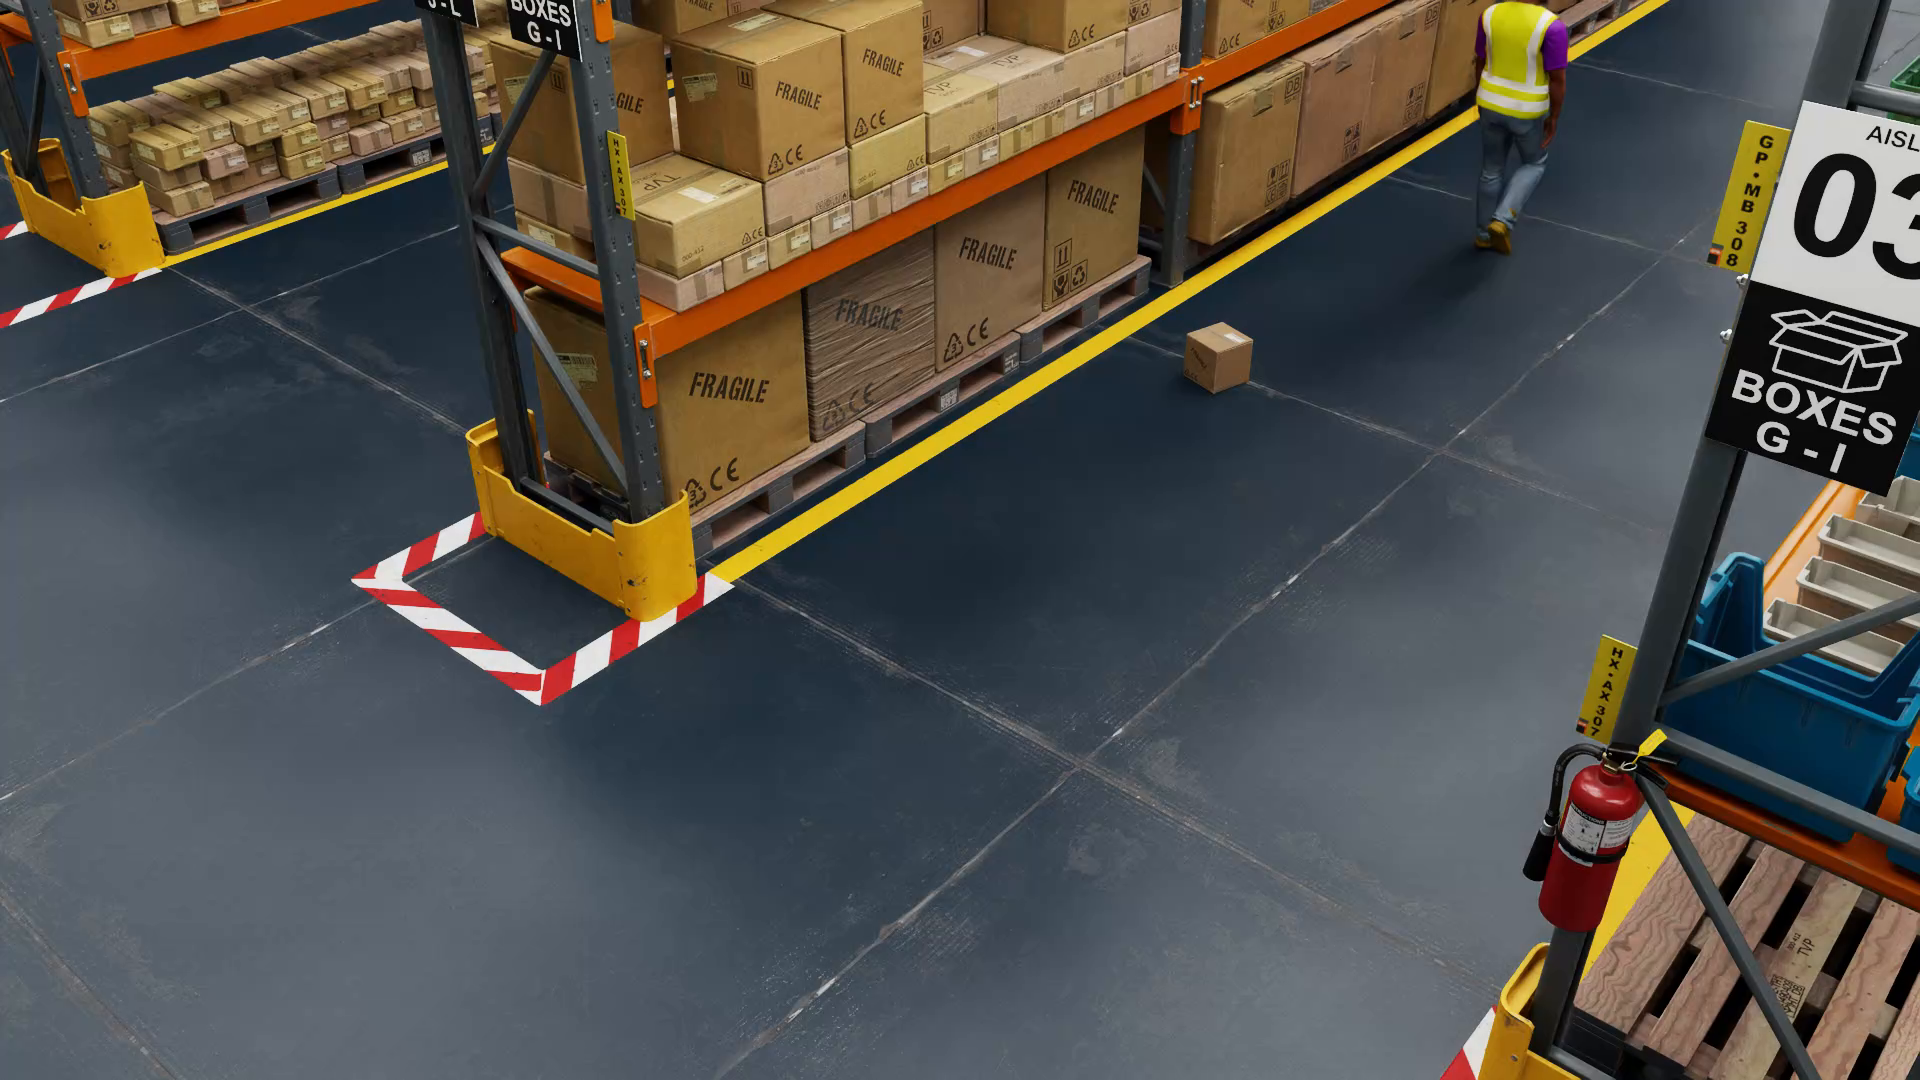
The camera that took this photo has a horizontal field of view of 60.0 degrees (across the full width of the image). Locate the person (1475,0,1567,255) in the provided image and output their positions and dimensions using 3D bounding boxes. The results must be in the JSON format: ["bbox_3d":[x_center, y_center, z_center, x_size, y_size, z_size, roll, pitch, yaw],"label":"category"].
[{"bbox_3d":[3.239,-2.527,9.726,0.596,1.760,0.520,25,42,31],"label":"person"}]
